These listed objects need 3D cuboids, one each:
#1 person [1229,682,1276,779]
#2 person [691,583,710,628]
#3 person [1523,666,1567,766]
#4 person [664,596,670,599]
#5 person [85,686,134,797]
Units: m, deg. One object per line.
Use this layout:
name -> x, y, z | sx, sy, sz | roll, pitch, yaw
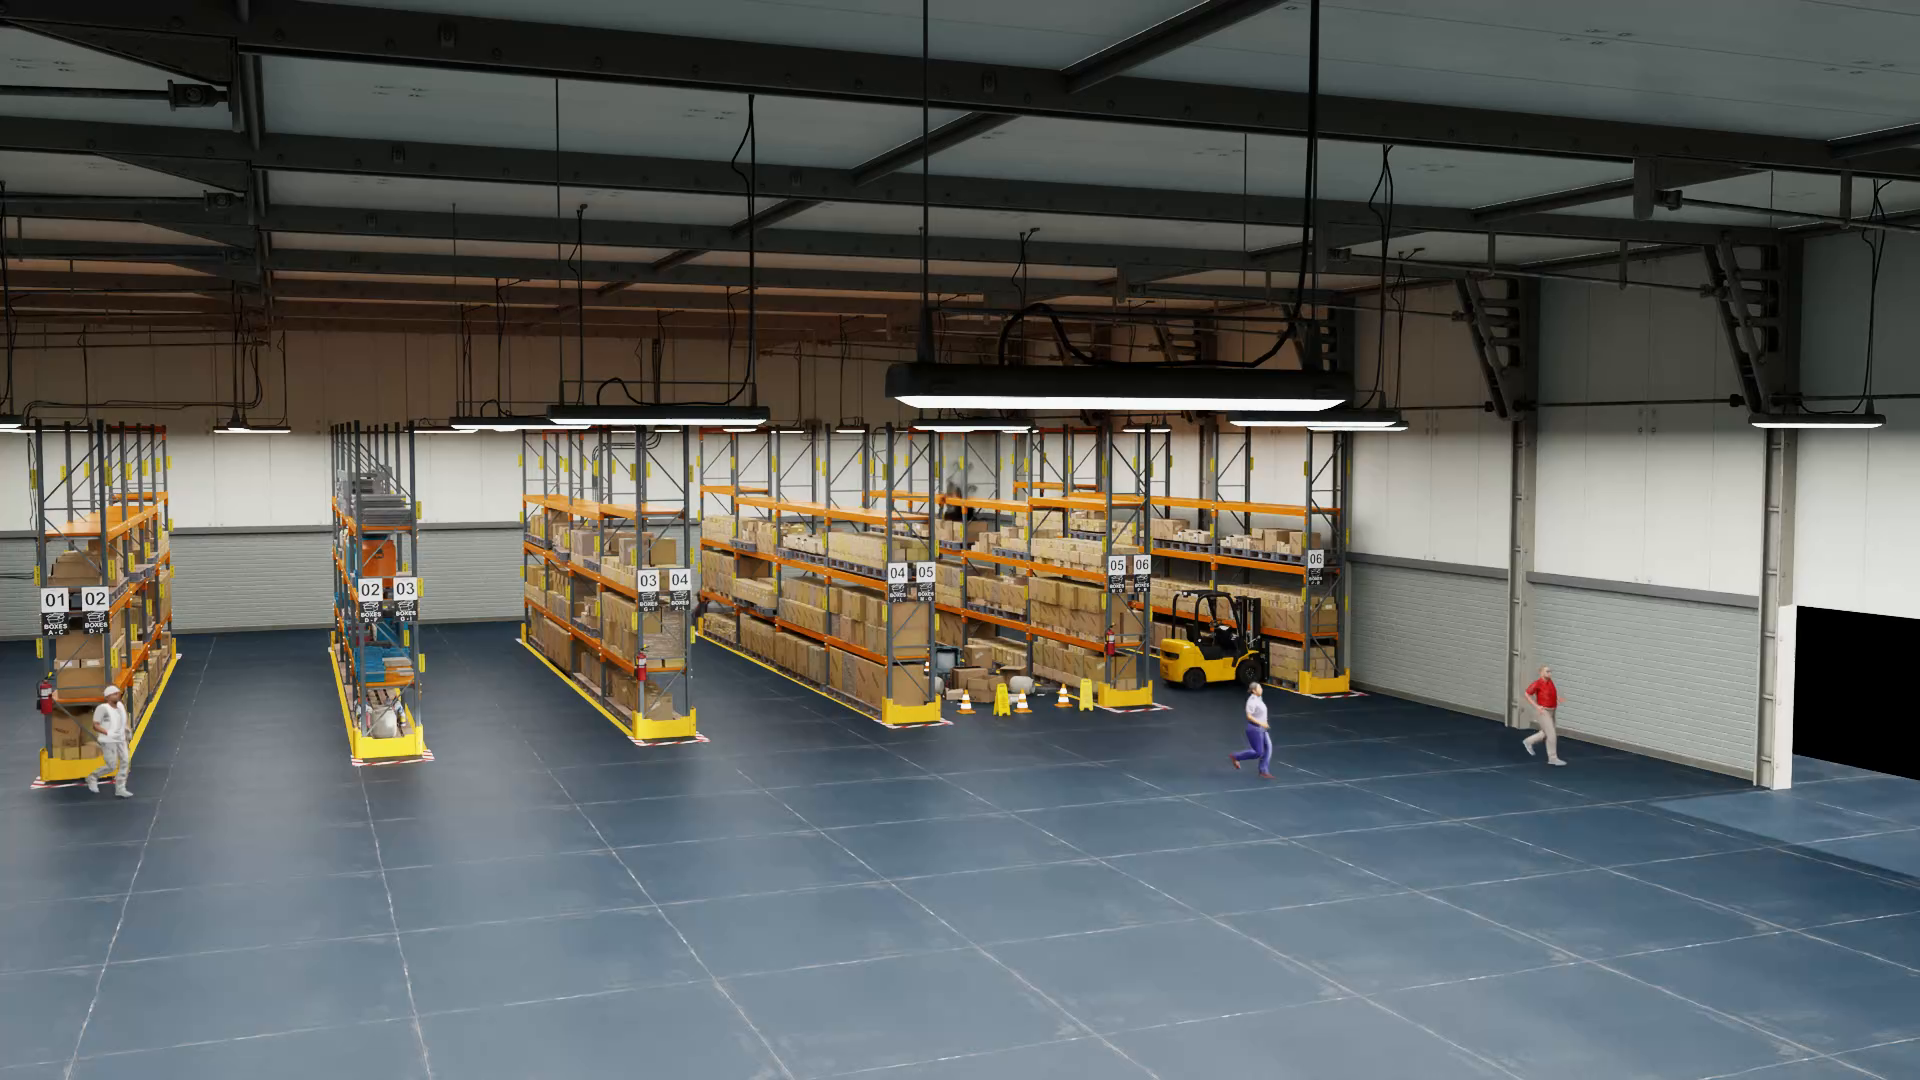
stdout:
person -> 4.921, 3.190, 27.882 | 0.764, 1.631, 0.616 | 1, 4, 20
person -> -7.694, 1.818, 49.426 | 0.857, 1.673, 0.802 | 0, 4, -3
person -> 10.229, 3.045, 29.087 | 0.674, 1.696, 0.900 | -3, 5, -40
person -> -8.258, 1.976, 46.387 | 0.613, 1.753, 0.673 | 0, 4, -7
person -> -13.493, 3.194, 26.417 | 0.758, 1.772, 0.708 | 1, 4, 11
